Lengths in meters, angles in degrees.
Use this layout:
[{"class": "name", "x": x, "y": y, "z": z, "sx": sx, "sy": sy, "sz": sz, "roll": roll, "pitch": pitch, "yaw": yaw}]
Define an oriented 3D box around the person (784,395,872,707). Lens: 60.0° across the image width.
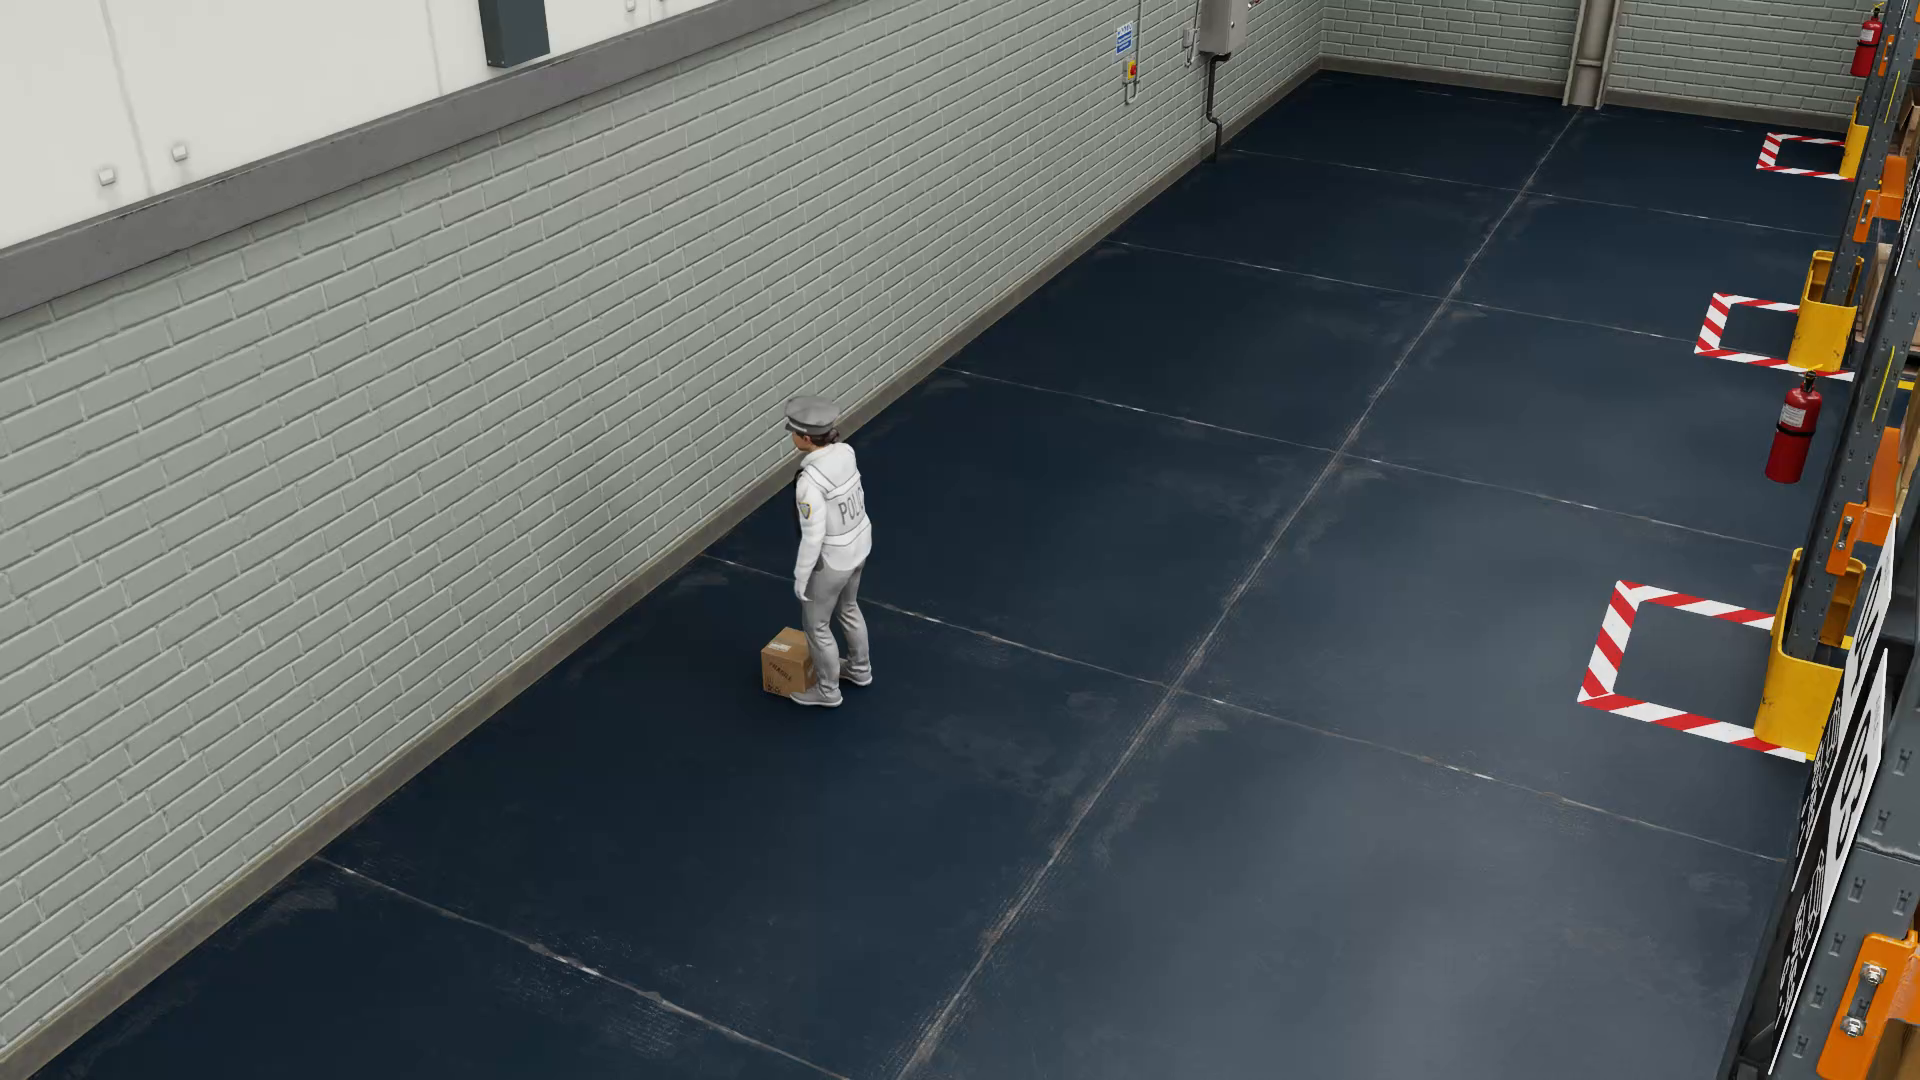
[{"class": "person", "x": -0.654, "y": 0.082, "z": 8.138, "sx": 0.406, "sy": 1.666, "sz": 0.544, "roll": 13, "pitch": 33, "yaw": 21}]
